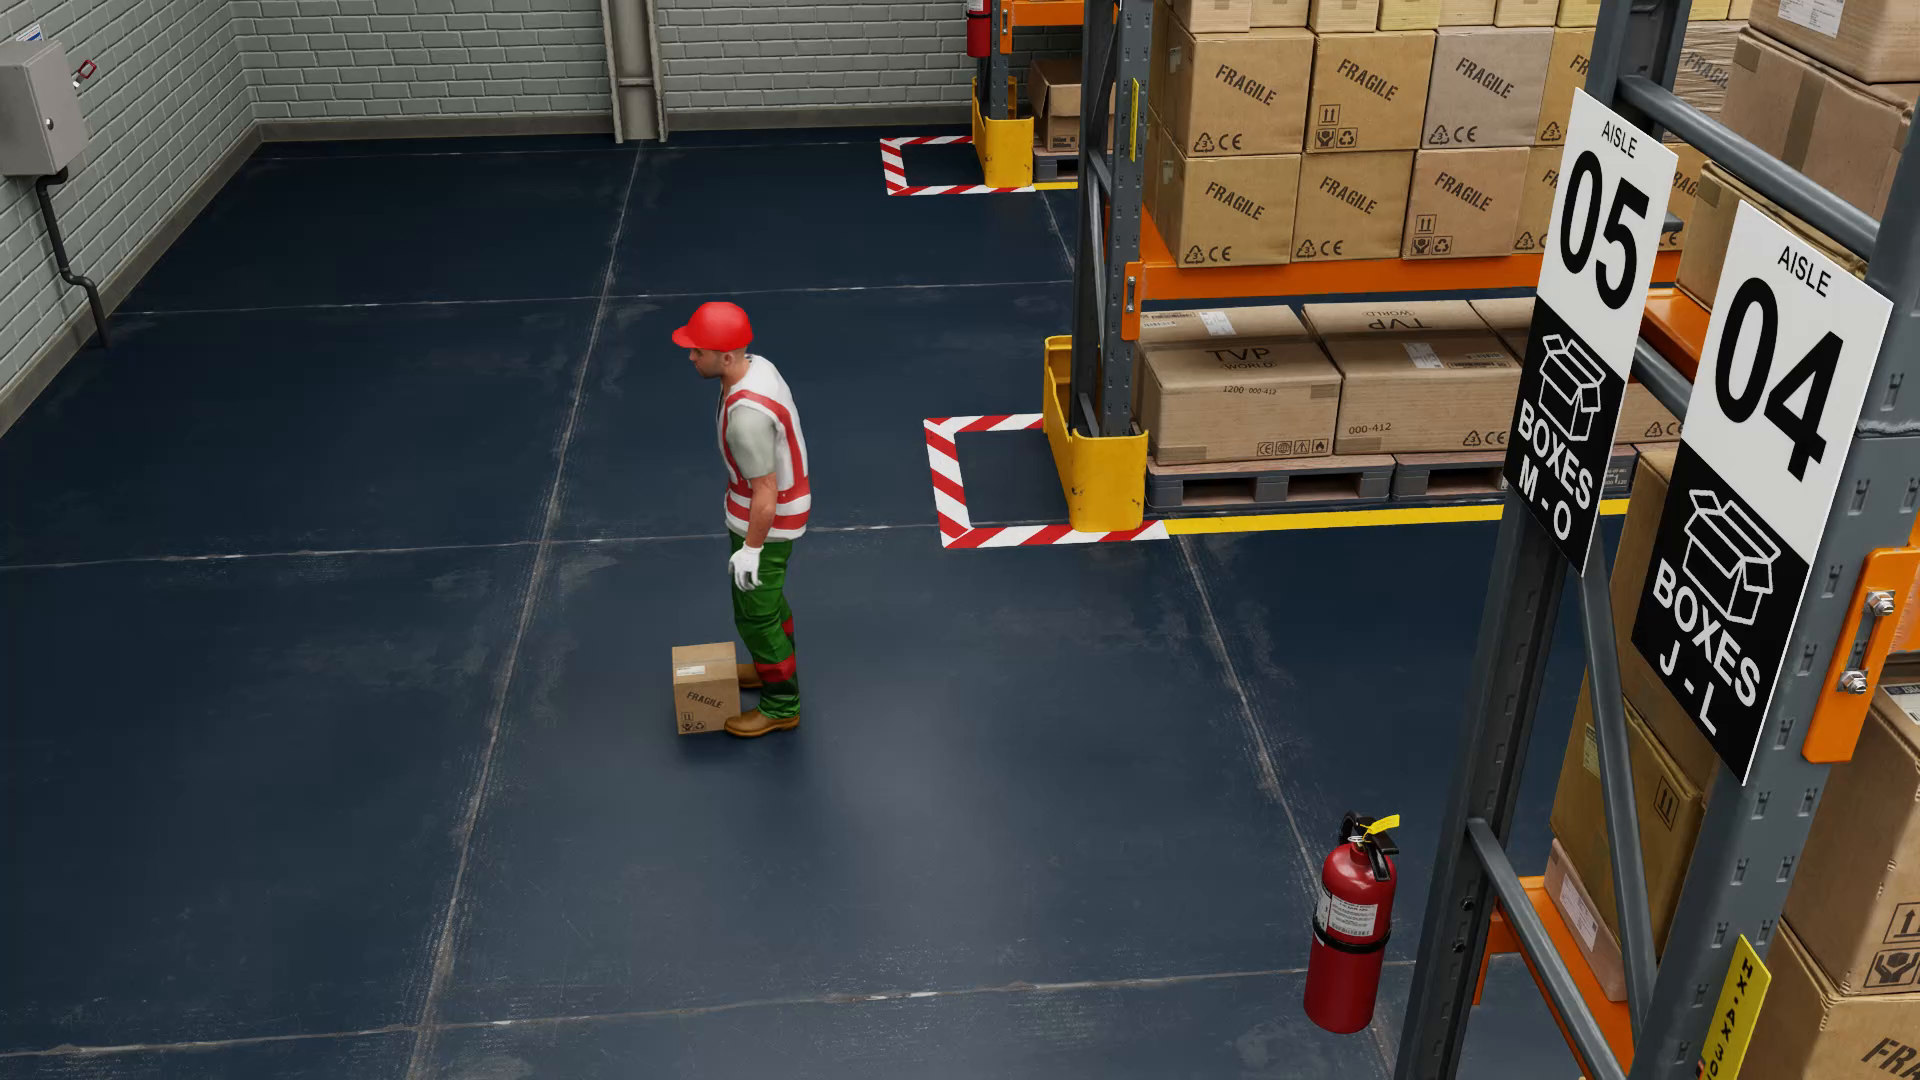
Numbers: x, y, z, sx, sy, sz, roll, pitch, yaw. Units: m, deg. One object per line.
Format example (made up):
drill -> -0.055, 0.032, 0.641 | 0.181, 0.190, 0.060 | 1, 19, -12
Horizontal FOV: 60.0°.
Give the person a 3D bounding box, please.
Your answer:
person -> -0.785, -0.074, 6.242 | 0.454, 1.779, 0.621 | -3, 31, -6
